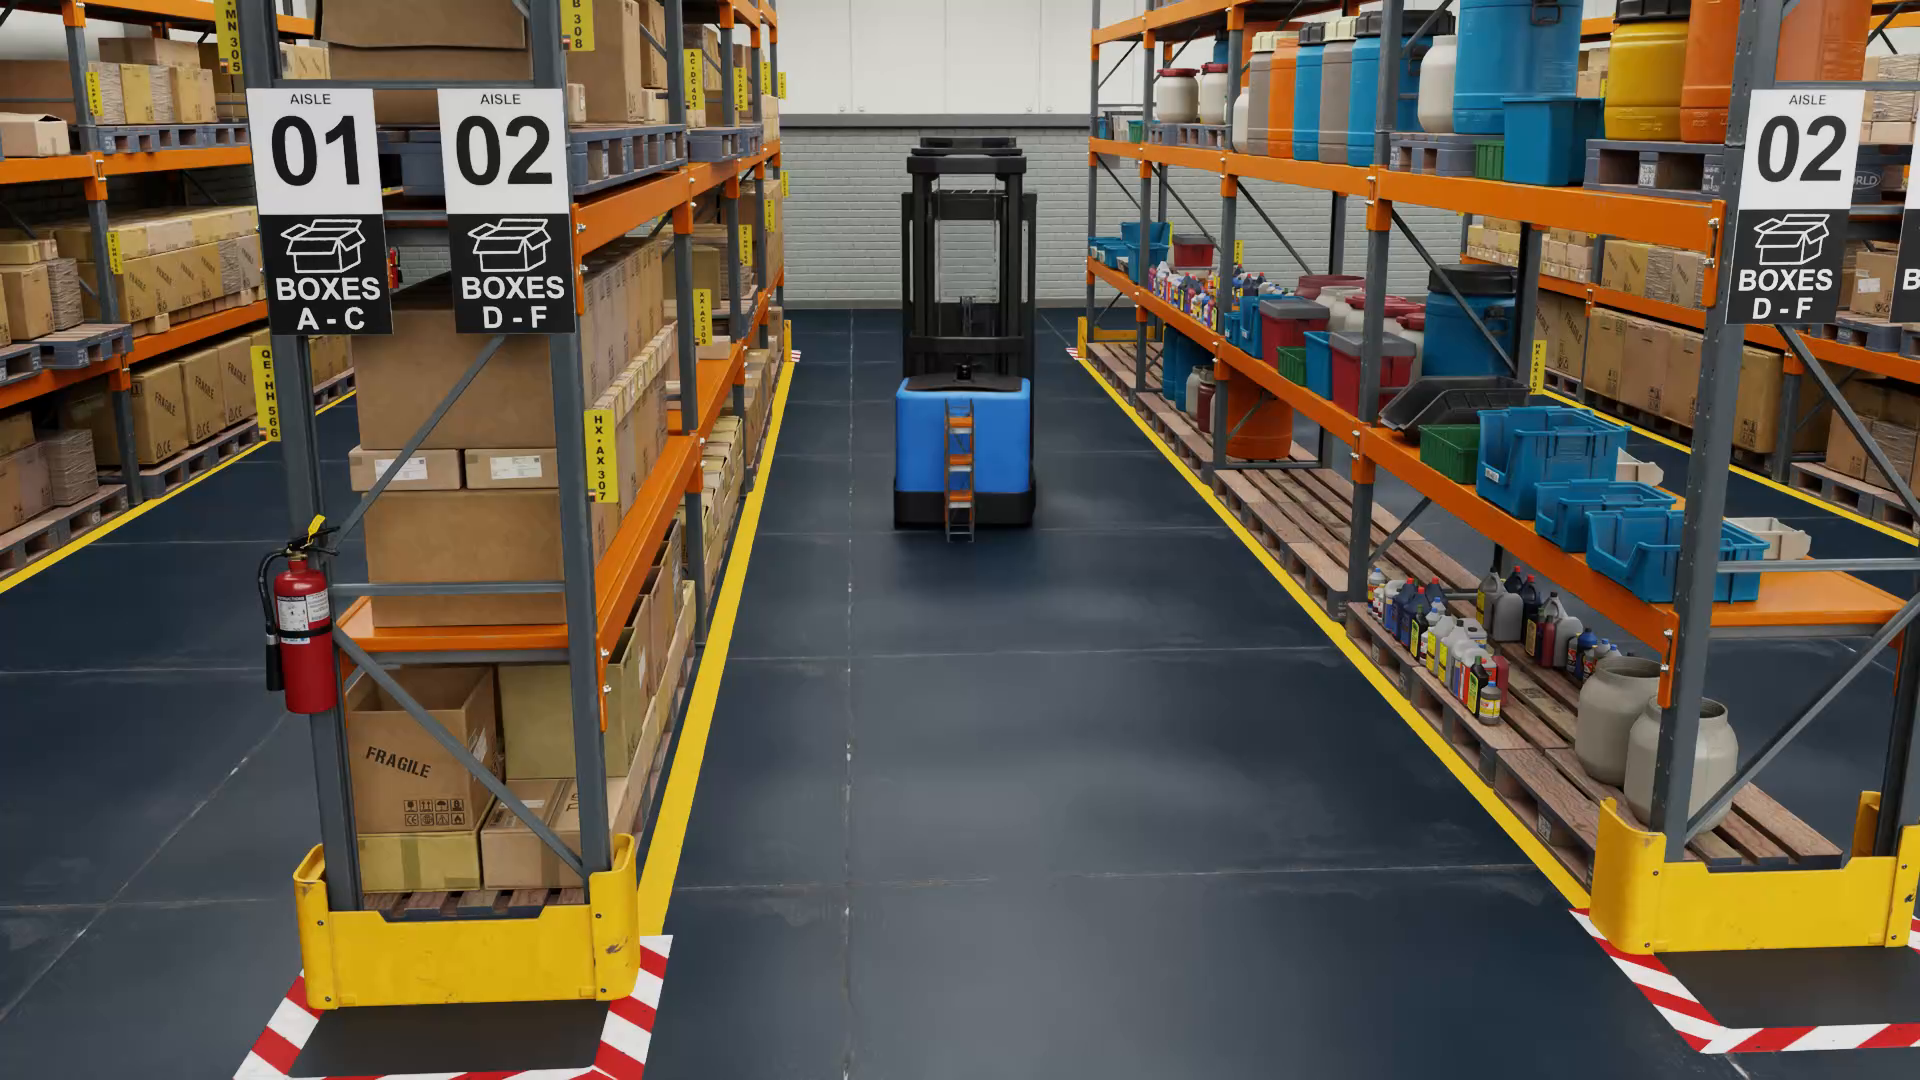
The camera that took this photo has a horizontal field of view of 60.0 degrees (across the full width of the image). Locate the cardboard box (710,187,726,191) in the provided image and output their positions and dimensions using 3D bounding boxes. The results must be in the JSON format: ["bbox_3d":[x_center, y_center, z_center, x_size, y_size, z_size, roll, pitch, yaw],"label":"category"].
[{"bbox_3d":[-2.890,-3.715,18.738,0.500,0.500,0.500,-1,14,-3],"label":"cardboard box"}]

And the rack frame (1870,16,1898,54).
[{"bbox_3d":[12.062,-6.912,21.329,1.000,3.000,0.127,-1,14,-3],"label":"rack frame"}]

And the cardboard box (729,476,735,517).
[{"bbox_3d":[-1.947,-0.305,12.365,0.500,0.250,0.500,-1,14,-2],"label":"cardboard box"}]

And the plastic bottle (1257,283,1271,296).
[{"bbox_3d":[2.867,-2.286,15.641,0.152,0.276,0.135,-1,14,-3],"label":"plastic bottle"}]

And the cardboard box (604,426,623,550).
[{"bbox_3d":[-1.870,-0.242,7.248,0.700,0.500,0.500,-1,14,-3],"label":"cardboard box"}]

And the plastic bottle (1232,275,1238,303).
[{"bbox_3d":[2.695,-2.472,16.372,0.097,0.271,0.097,0,14,0],"label":"plastic bottle"}]

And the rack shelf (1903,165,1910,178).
[{"bbox_3d":[7.725,-2.572,11.927,1.077,0.370,4.000,-1,14,-3],"label":"rack shelf"}]

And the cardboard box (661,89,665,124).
[{"bbox_3d":[-2.104,-2.692,10.406,0.500,0.250,0.500,-2,15,-9],"label":"cardboard box"}]

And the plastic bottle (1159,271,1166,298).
[{"bbox_3d":[2.060,-2.580,16.792,0.097,0.271,0.097,0,14,0],"label":"plastic bottle"}]

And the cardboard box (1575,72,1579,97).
[{"bbox_3d":[7.216,-5.040,18.833,0.700,0.500,0.500,0,14,-1],"label":"cardboard box"}]

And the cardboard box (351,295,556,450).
[{"bbox_3d":[-1.811,-0.630,6.150,0.700,0.500,0.500,-1,14,-3],"label":"cardboard box"}]

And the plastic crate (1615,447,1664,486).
[{"bbox_3d":[3.258,-0.366,8.459,0.530,0.136,0.437,-1,14,-3],"label":"plastic crate"}]

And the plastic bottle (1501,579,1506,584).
[{"bbox_3d":[3.239,0.334,9.942,0.097,0.201,0.097,0,14,0],"label":"plastic bottle"}]

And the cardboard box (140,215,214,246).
[{"bbox_3d":[-7.108,-2.803,15.057,0.500,0.250,0.500,-1,14,-5],"label":"cardboard box"}]

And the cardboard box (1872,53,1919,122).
[{"bbox_3d":[7.401,-3.461,12.735,0.500,0.500,0.500,-1,14,-3],"label":"cardboard box"}]

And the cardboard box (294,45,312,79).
[{"bbox_3d":[-7.281,-5.035,17.808,0.500,0.500,0.500,-1,14,-5],"label":"cardboard box"}]

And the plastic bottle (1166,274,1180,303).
[{"bbox_3d":[2.115,-2.472,16.364,0.152,0.276,0.135,-1,14,-3],"label":"plastic bottle"}]

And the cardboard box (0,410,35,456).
[{"bbox_3d":[-7.161,-0.780,12.168,0.500,0.250,0.500,-1,14,-2],"label":"cardboard box"}]

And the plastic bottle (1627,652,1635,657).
[{"bbox_3d":[3.356,0.691,8.389,0.061,0.283,0.133,-1,14,-3],"label":"plastic bottle"}]

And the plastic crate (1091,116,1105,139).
[{"bbox_3d":[1.907,-5.168,20.833,0.497,0.269,0.590,-1,14,-3],"label":"plastic crate"}]

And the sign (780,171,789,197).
[{"bbox_3d":[-2.227,-4.520,21.116,0.100,0.325,0.005,-1,14,-3],"label":"sign"}]

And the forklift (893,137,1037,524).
[{"bbox_3d":[0.084,-1.856,13.860,1.130,2.935,3.031,1,14,3],"label":"forklift"}]

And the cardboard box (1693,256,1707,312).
[{"bbox_3d":[7.262,-2.386,15.578,0.500,0.500,0.500,-1,14,-5],"label":"cardboard box"}]

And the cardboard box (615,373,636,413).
[{"bbox_3d":[-1.695,-0.669,7.605,0.380,0.149,0.250,-1,14,-3],"label":"cardboard box"}]

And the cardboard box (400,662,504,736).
[{"bbox_3d":[-2.198,0.564,7.484,0.500,0.500,0.500,-1,14,-3],"label":"cardboard box"}]

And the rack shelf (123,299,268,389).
[{"bbox_3d":[-7.355,-1.885,15.275,1.077,0.370,4.000,-1,14,-3],"label":"rack shelf"}]

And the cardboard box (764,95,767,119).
[{"bbox_3d":[-2.350,-4.679,17.971,0.500,0.250,0.500,-1,14,-3],"label":"cardboard box"}]

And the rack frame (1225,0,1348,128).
[{"bbox_3d":[2.657,-4.794,13.099,1.000,3.000,0.127,-1,14,-3],"label":"rack frame"}]

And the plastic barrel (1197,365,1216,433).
[{"bbox_3d":[2.540,-1.326,15.659,0.600,0.588,0.708,-1,14,-3],"label":"plastic barrel"}]

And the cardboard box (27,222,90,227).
[{"bbox_3d":[-7.546,-2.539,14.031,0.500,0.250,0.500,-1,14,-5],"label":"cardboard box"}]

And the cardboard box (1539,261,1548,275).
[{"bbox_3d":[6.943,-3.165,19.312,0.380,0.149,0.250,-1,14,-2],"label":"cardboard box"}]

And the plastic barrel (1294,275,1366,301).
[{"bbox_3d":[2.988,-1.844,13.400,0.600,0.536,0.708,-1,14,-3],"label":"plastic barrel"}]

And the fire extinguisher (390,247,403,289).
[{"bbox_3d":[-7.275,-3.552,21.215,0.296,0.674,0.183,-1,14,-3],"label":"fire extinguisher"}]

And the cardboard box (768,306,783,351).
[{"bbox_3d":[-2.503,-2.674,21.032,0.500,0.500,0.500,-1,14,-3],"label":"cardboard box"}]

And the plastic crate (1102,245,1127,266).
[{"bbox_3d":[1.930,-3.432,20.062,0.416,0.233,0.300,-1,14,-3],"label":"plastic crate"}]

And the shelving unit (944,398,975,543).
[{"bbox_3d":[-0.003,-0.522,12.447,0.215,1.050,0.252,-1,14,-3],"label":"shelving unit"}]

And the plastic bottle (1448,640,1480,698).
[{"bbox_3d":[2.605,0.659,8.527,0.152,0.276,0.135,-1,14,-5],"label":"plastic bottle"}]

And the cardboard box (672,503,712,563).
[{"bbox_3d":[-1.816,-0.068,10.322,0.500,0.311,0.500,-1,14,-3],"label":"cardboard box"}]

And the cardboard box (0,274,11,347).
[{"bbox_3d":[-7.092,-1.571,11.529,0.700,0.500,0.500,-1,14,-3],"label":"cardboard box"}]

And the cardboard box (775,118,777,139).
[{"bbox_3d":[-2.467,-4.935,19.966,0.500,0.250,0.500,-1,14,-3],"label":"cardboard box"}]

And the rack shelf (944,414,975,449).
[{"bbox_3d":[-0.003,-0.786,12.379,0.215,0.259,0.240,-1,14,-3],"label":"rack shelf"}]

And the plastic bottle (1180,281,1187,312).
[{"bbox_3d":[2.116,-2.290,15.639,0.061,0.283,0.133,-1,14,-3],"label":"plastic bottle"}]

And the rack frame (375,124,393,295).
[{"bbox_3d":[-7.726,-3.725,20.985,1.000,3.000,0.127,-1,14,-3],"label":"rack frame"}]

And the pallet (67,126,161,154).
[{"bbox_3d":[-7.324,-3.256,13.521,1.213,0.211,1.003,0,14,-1],"label":"pallet"}]

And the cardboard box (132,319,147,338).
[{"bbox_3d":[-7.027,-1.772,13.858,0.380,0.149,0.250,-1,14,-3],"label":"cardboard box"}]

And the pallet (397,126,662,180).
[{"bbox_3d":[-1.888,-1.714,7.325,1.003,0.211,1.213,-1,14,-3],"label":"pallet"}]

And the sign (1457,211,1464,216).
[{"bbox_3d":[6.551,-4.405,21.732,0.100,0.325,0.005,-1,14,-3],"label":"sign"}]

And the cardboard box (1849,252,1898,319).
[{"bbox_3d":[7.674,-2.083,13.560,0.500,0.500,0.500,-3,15,-10],"label":"cardboard box"}]

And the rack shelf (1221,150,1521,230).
[{"bbox_3d":[2.781,-2.496,11.630,1.077,0.370,4.000,-1,14,-3],"label":"rack shelf"}]

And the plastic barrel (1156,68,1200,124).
[{"bbox_3d":[2.192,-4.471,16.747,0.433,0.535,0.433,0,14,0],"label":"plastic barrel"}]

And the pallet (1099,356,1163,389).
[{"bbox_3d":[2.246,-2.019,19.951,1.003,0.211,1.213,-1,14,-3],"label":"pallet"}]

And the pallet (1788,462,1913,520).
[{"bbox_3d":[7.648,-0.420,13.736,1.003,0.211,1.213,-1,14,-3],"label":"pallet"}]

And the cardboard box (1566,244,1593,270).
[{"bbox_3d":[7.064,-3.137,18.403,0.500,0.250,0.500,-1,14,-4],"label":"cardboard box"}]

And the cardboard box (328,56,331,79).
[{"bbox_3d":[-2.126,-1.757,6.493,0.500,0.250,0.500,-1,14,-3],"label":"cardboard box"}]

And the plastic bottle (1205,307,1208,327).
[{"bbox_3d":[2.203,-1.973,14.573,0.097,0.201,0.097,0,14,0],"label":"plastic bottle"}]

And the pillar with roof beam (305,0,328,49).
[{"bbox_3d":[-4.460,-7.355,23.054,9.100,9.000,0.400,-1,14,-3],"label":"pillar with roof beam"}]
